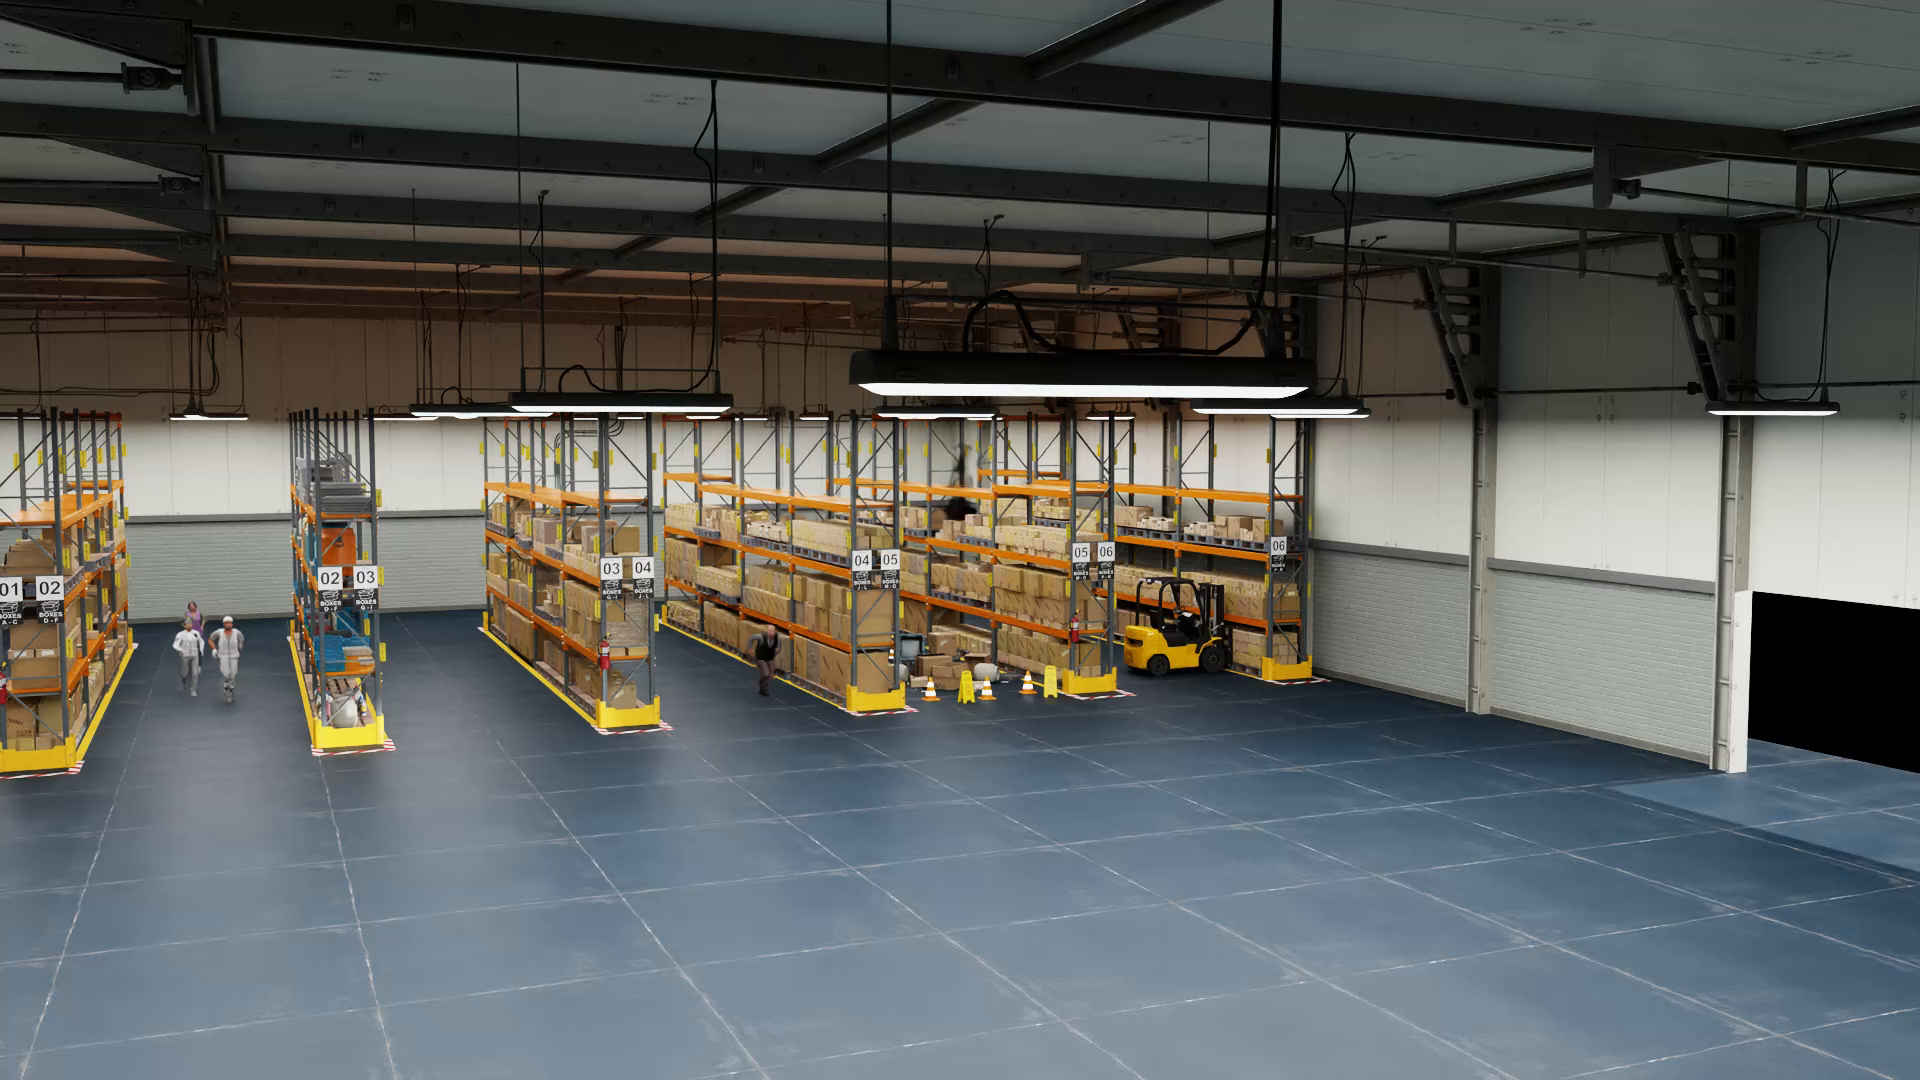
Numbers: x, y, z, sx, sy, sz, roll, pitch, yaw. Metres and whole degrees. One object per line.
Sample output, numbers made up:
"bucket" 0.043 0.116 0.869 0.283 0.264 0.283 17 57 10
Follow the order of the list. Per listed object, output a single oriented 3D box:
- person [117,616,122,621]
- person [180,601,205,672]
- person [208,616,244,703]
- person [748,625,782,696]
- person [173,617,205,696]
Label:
"person" -22.155 1.870 43.293 0.815 1.689 0.629 -1 4 -20
"person" -17.751 2.217 38.510 0.536 1.609 0.875 -2 5 -28
"person" -15.029 2.457 34.134 0.656 1.795 0.769 -3 5 -33
"person" -4.069 2.518 34.709 0.685 1.550 0.871 -2 5 -29
"person" -16.208 2.441 35.000 0.625 1.654 0.724 -3 5 -34
